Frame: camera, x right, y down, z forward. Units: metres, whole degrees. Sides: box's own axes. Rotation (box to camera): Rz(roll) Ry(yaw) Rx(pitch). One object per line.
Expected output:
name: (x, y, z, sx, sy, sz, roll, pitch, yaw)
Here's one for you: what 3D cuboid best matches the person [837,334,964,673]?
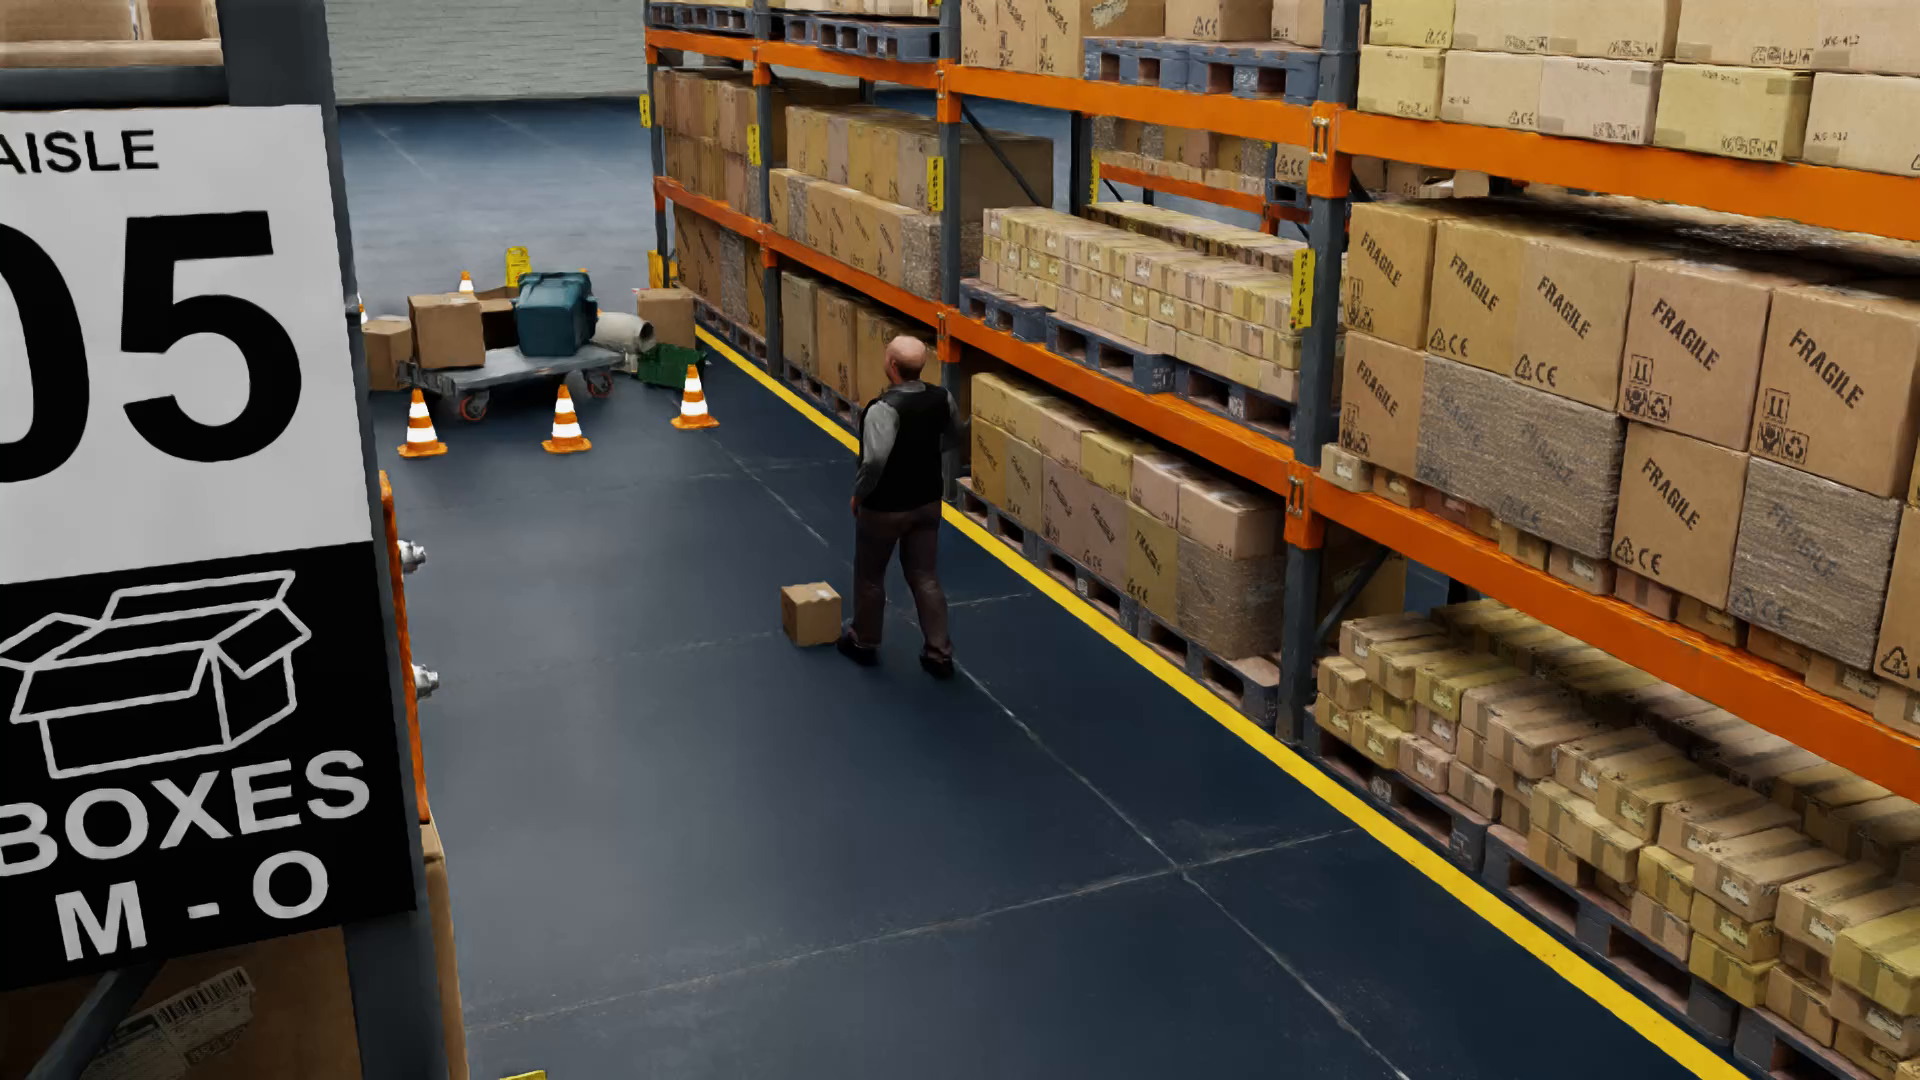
person: (-0.362, -0.186, 8.145, 0.703, 1.717, 0.739, -15, 24, -38)
